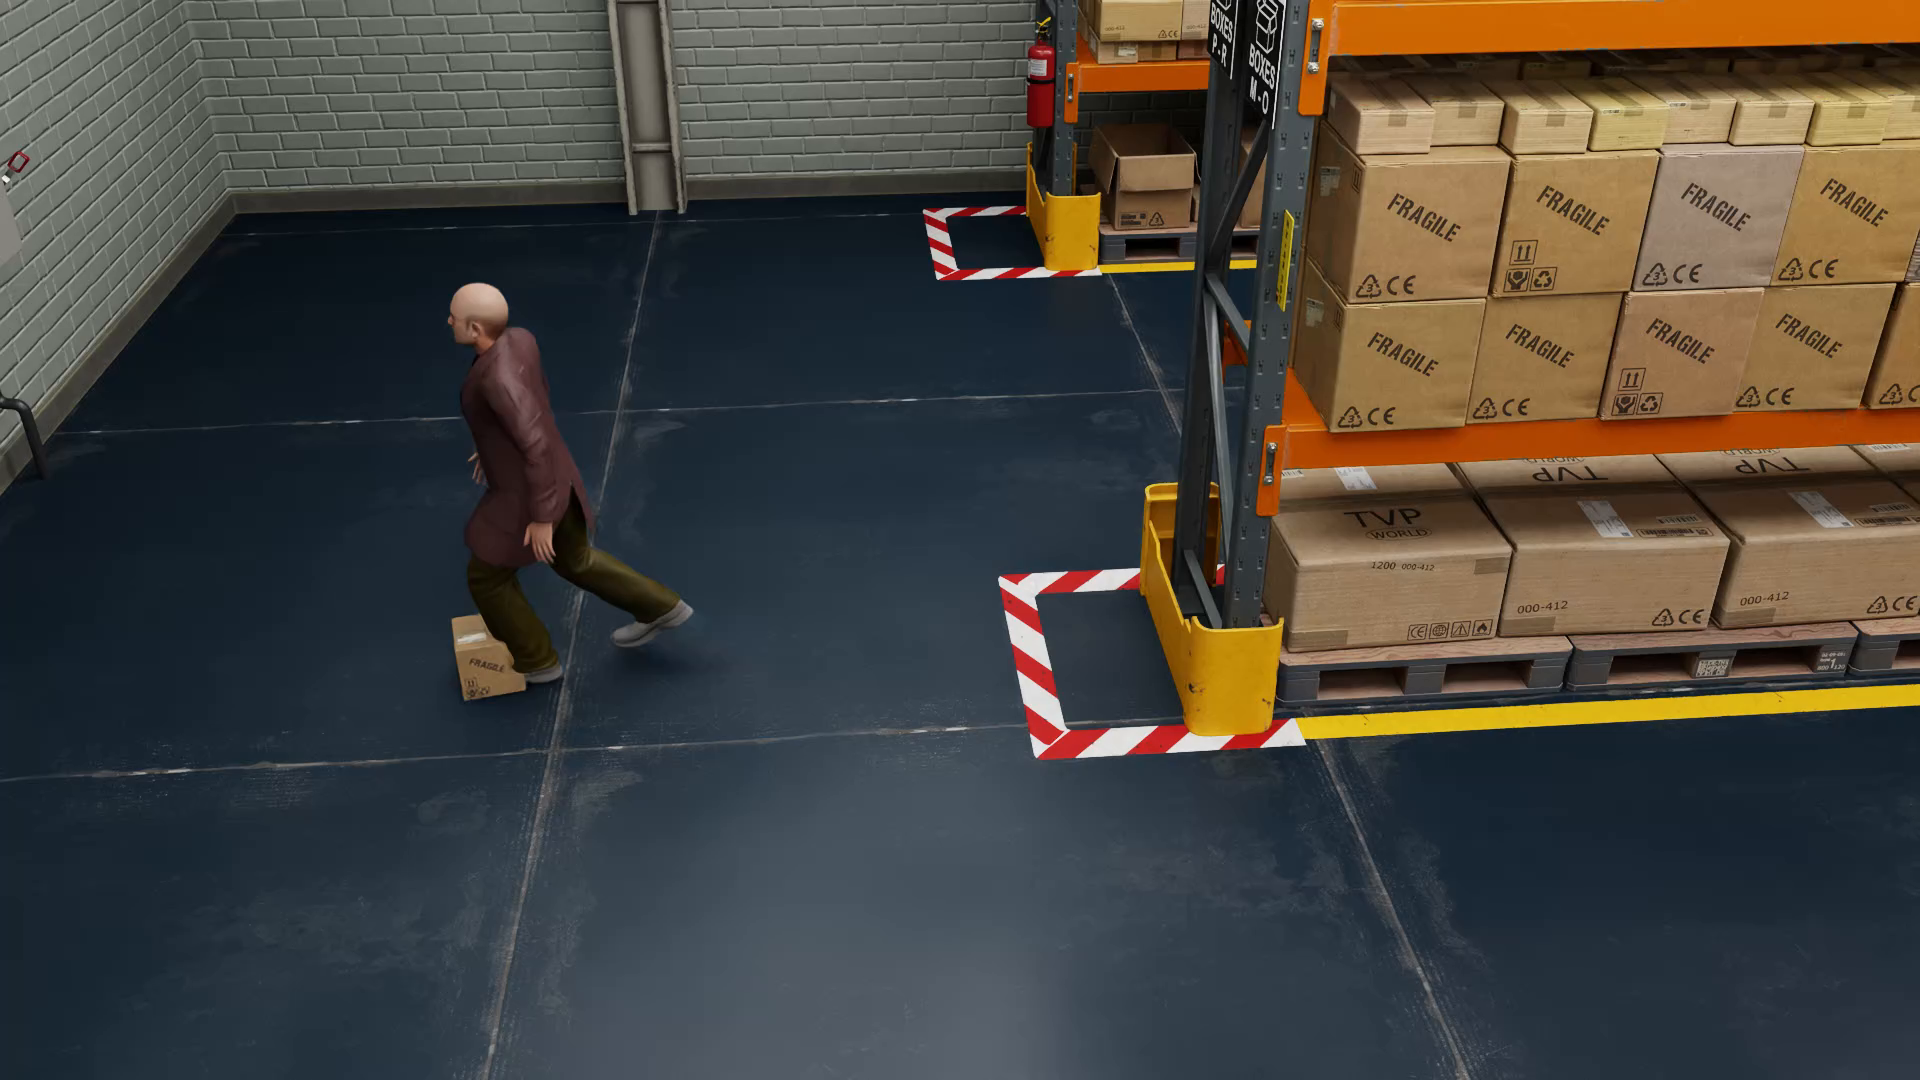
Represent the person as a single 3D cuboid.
[{"bbox_3d":[-1.568,-0.117,6.548,0.887,1.527,0.667,1,31,2],"label":"person"}]
